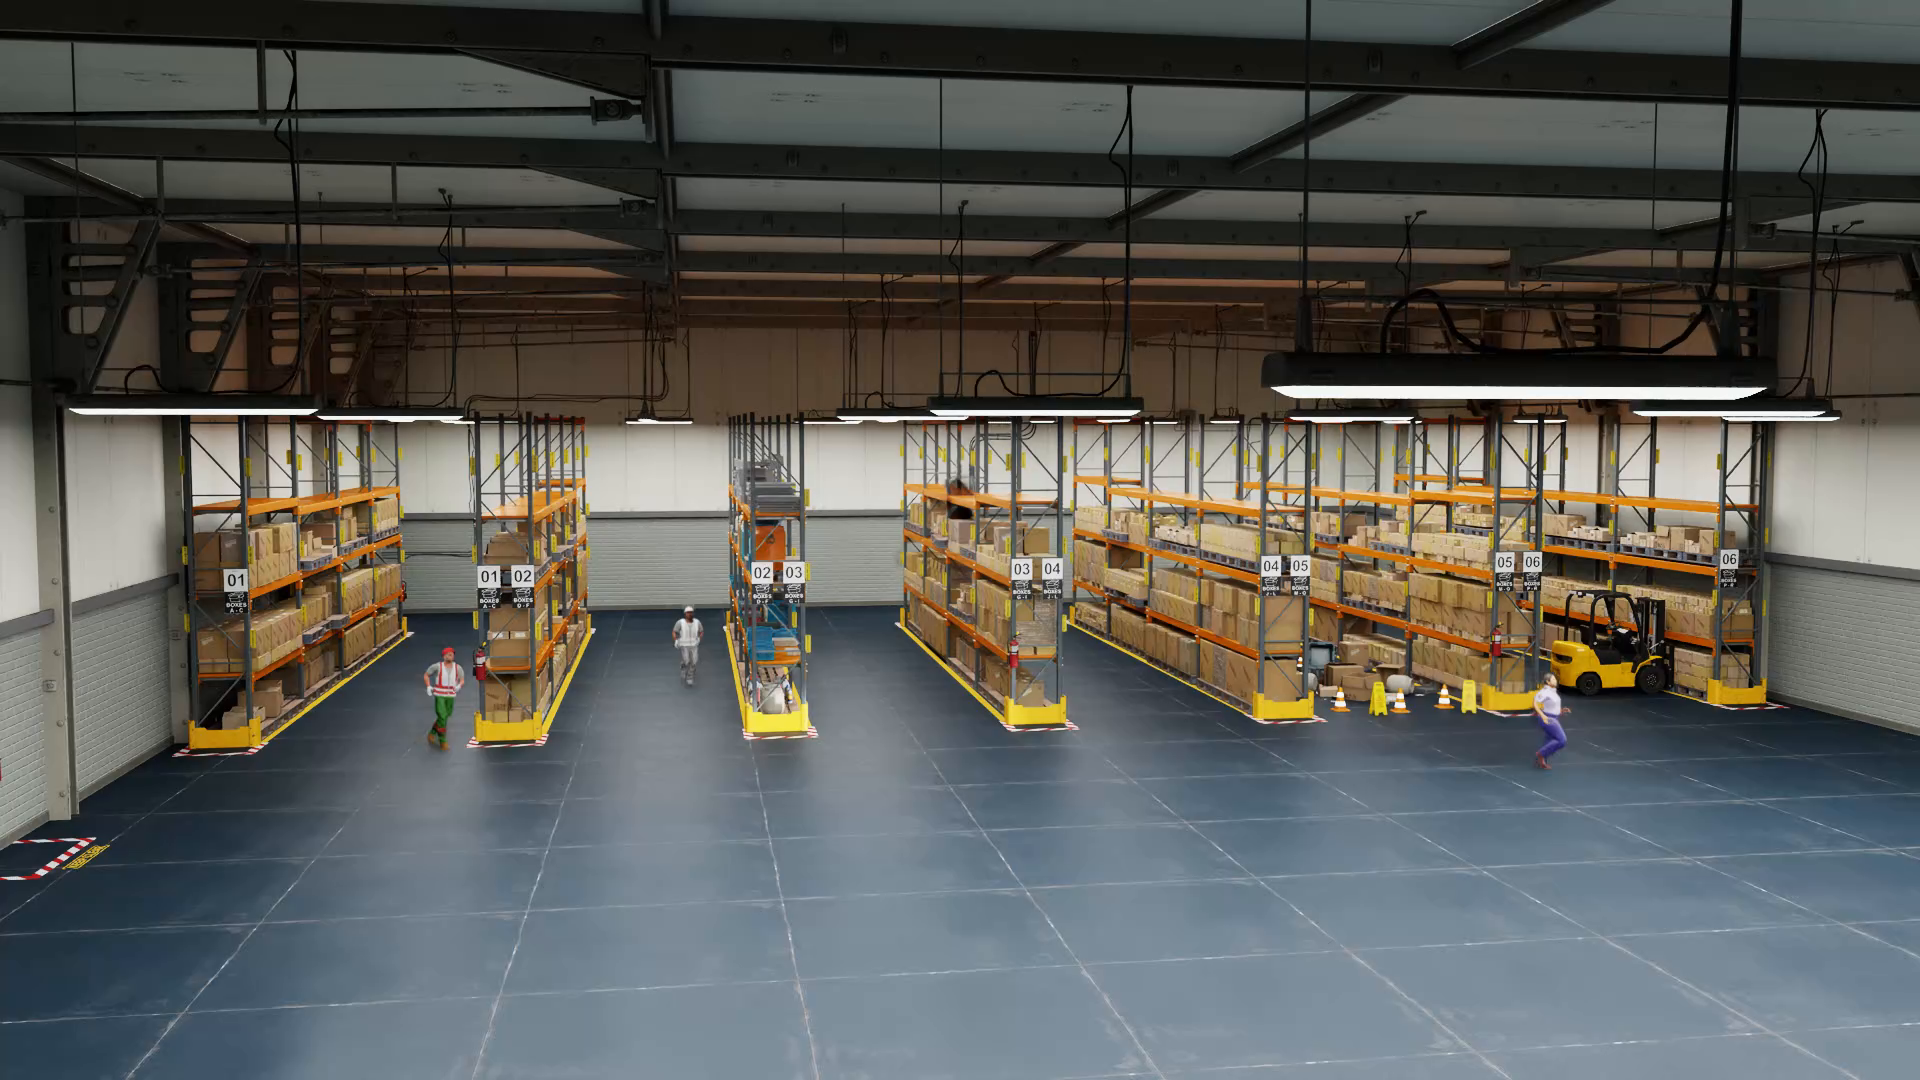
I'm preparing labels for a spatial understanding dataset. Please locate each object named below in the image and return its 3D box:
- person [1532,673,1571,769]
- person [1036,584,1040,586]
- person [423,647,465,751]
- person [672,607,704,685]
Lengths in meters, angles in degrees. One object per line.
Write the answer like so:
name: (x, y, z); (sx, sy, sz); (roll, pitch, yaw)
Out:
person: (9.872, 3.028, 27.724); (0.583, 1.609, 0.592); (2, 5, 31)
person: (2.009, 1.631, 48.477); (0.632, 1.623, 0.722); (3, 5, 35)
person: (-9.210, 2.811, 29.776); (0.691, 1.786, 0.861); (-4, 5, -44)
person: (-5.997, 2.349, 36.863); (0.684, 1.732, 0.594); (-2, 4, -22)
